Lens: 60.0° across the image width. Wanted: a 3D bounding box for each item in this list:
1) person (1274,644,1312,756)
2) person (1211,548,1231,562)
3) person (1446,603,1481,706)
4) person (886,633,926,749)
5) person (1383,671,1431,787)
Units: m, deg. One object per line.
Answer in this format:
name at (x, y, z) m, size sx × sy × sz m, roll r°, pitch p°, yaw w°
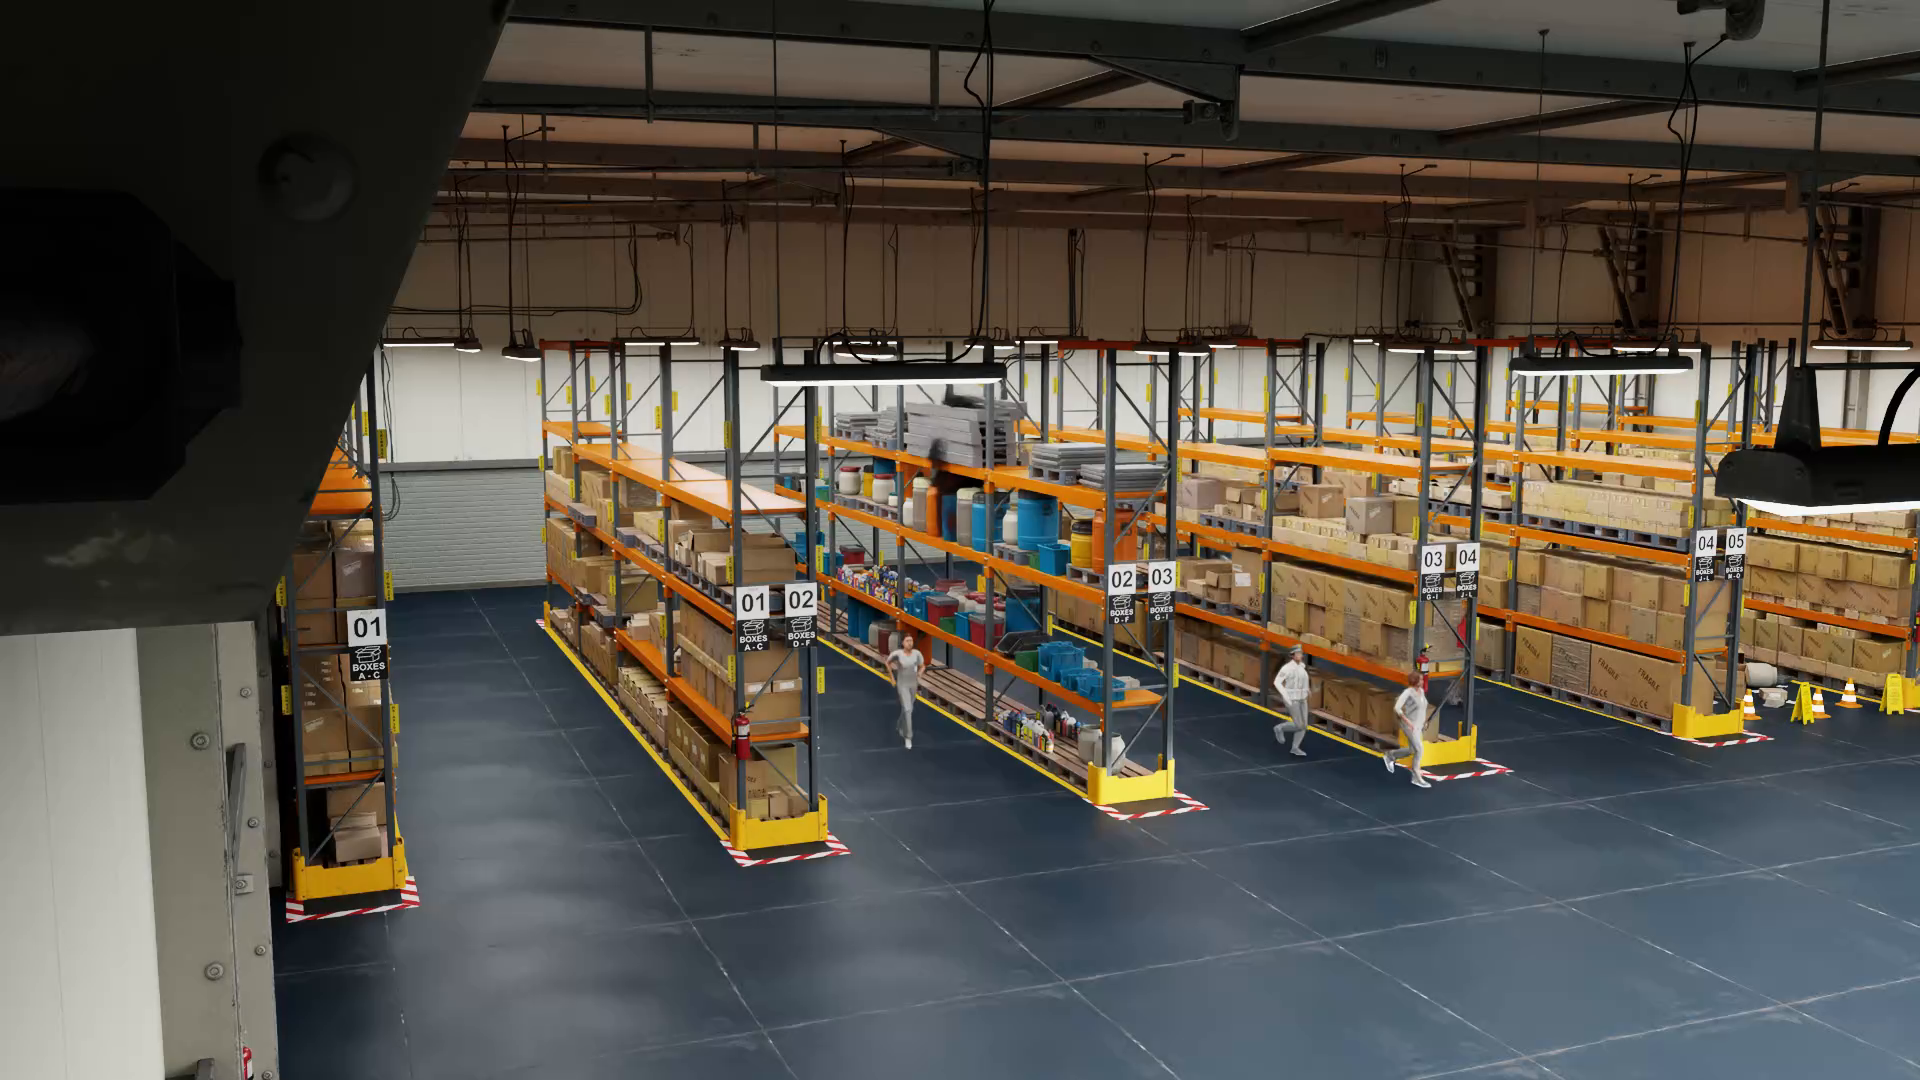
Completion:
person at (4.916, 2.334, 24.505) m, size 0.629 × 1.651 × 0.567 m, roll -6°, pitch 9°, yaw -37°
person at (6.387, 0.077, 41.552) m, size 0.834 × 1.712 × 0.758 m, roll 7°, pitch 10°, yaw 43°
person at (8.335, 1.908, 27.576) m, size 0.645 × 1.719 × 0.675 m, roll -5°, pitch 9°, yaw -34°
person at (-0.805, 2.246, 25.171) m, size 0.554 × 1.706 × 0.777 m, roll -3°, pitch 8°, yaw -25°
person at (6.189, 2.585, 22.977) m, size 0.740 × 1.588 × 0.544 m, roll 7°, pitch 10°, yaw 43°
